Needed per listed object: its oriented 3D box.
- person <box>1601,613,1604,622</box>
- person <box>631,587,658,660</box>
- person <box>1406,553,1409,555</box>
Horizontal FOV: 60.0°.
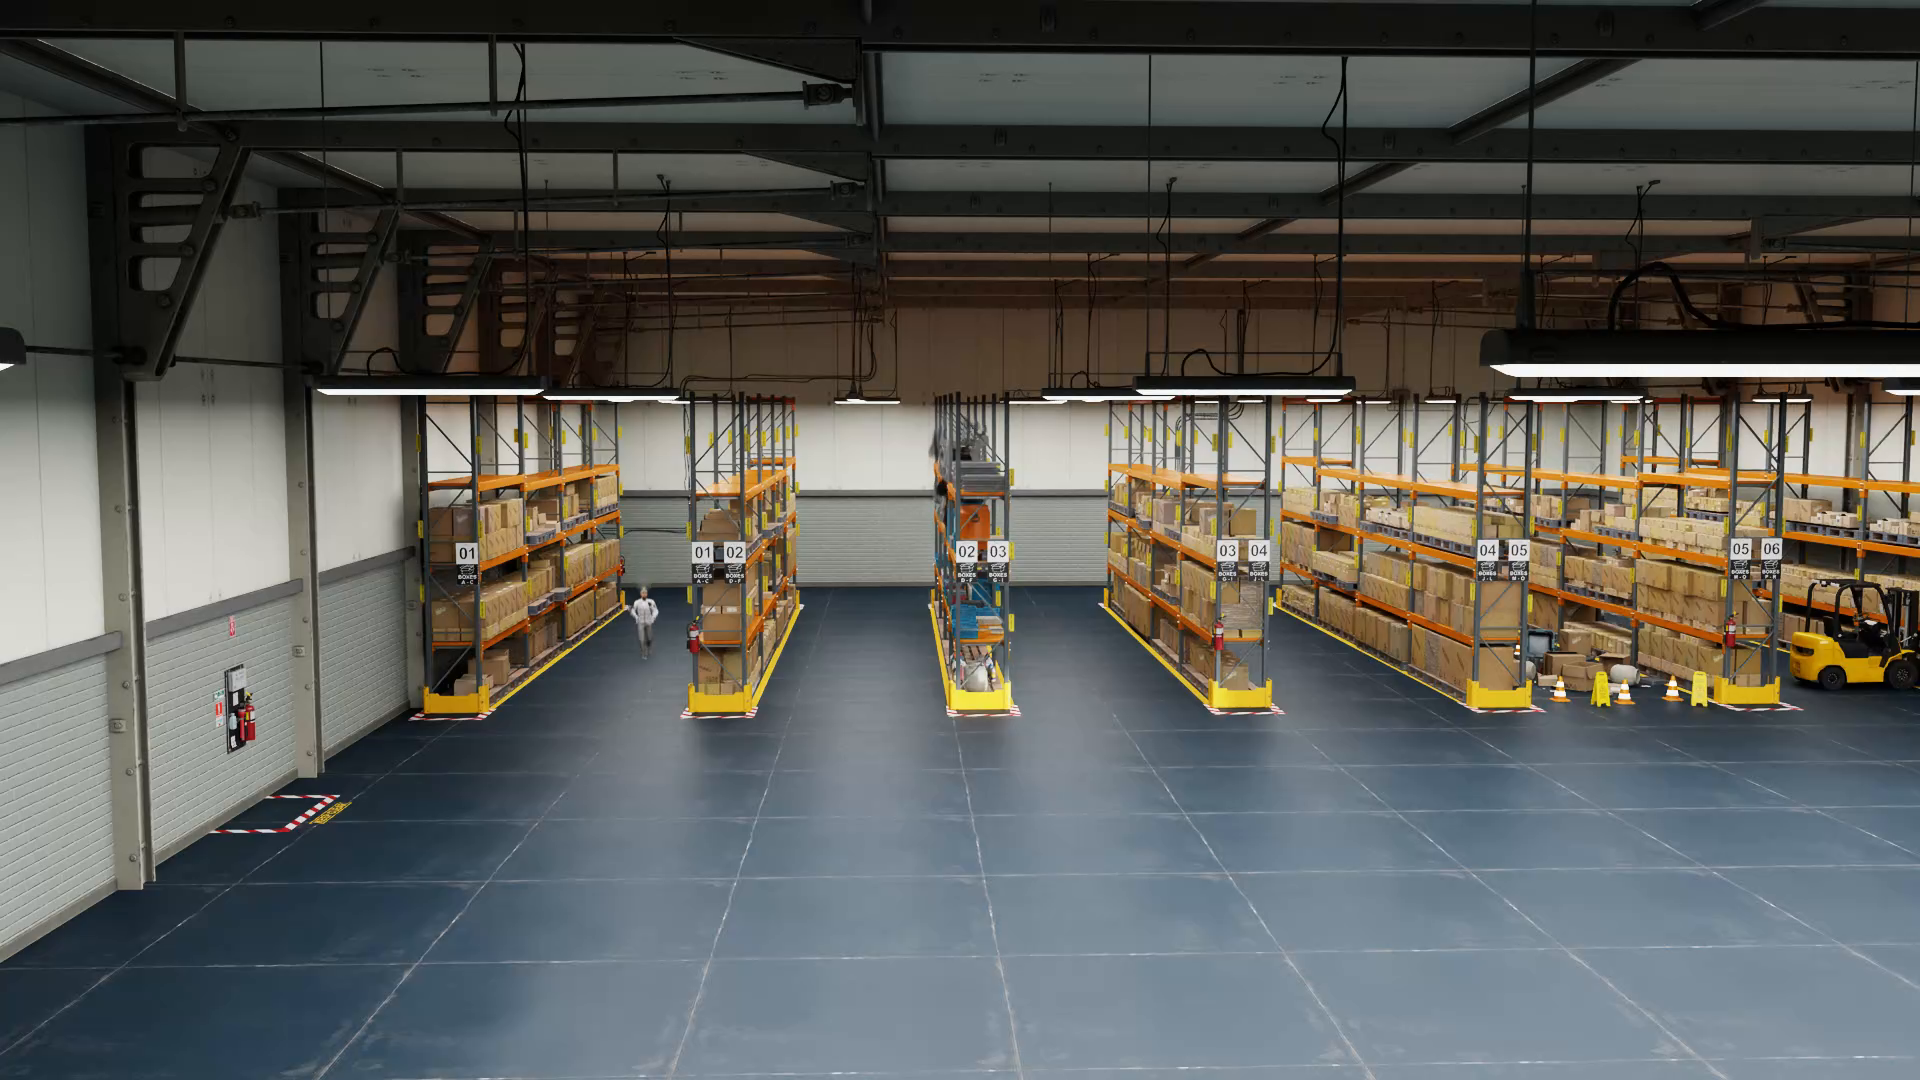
[{"bbox_3d":[16.500,1.431,42.827,0.656,1.745,0.615,0,5,-5],"label":"person"},{"bbox_3d":[-7.141,1.881,37.664,0.611,1.649,0.555,-1,5,-13],"label":"person"},{"bbox_3d":[11.972,1.262,44.476,0.649,1.813,0.896,-1,5,-15],"label":"person"}]
